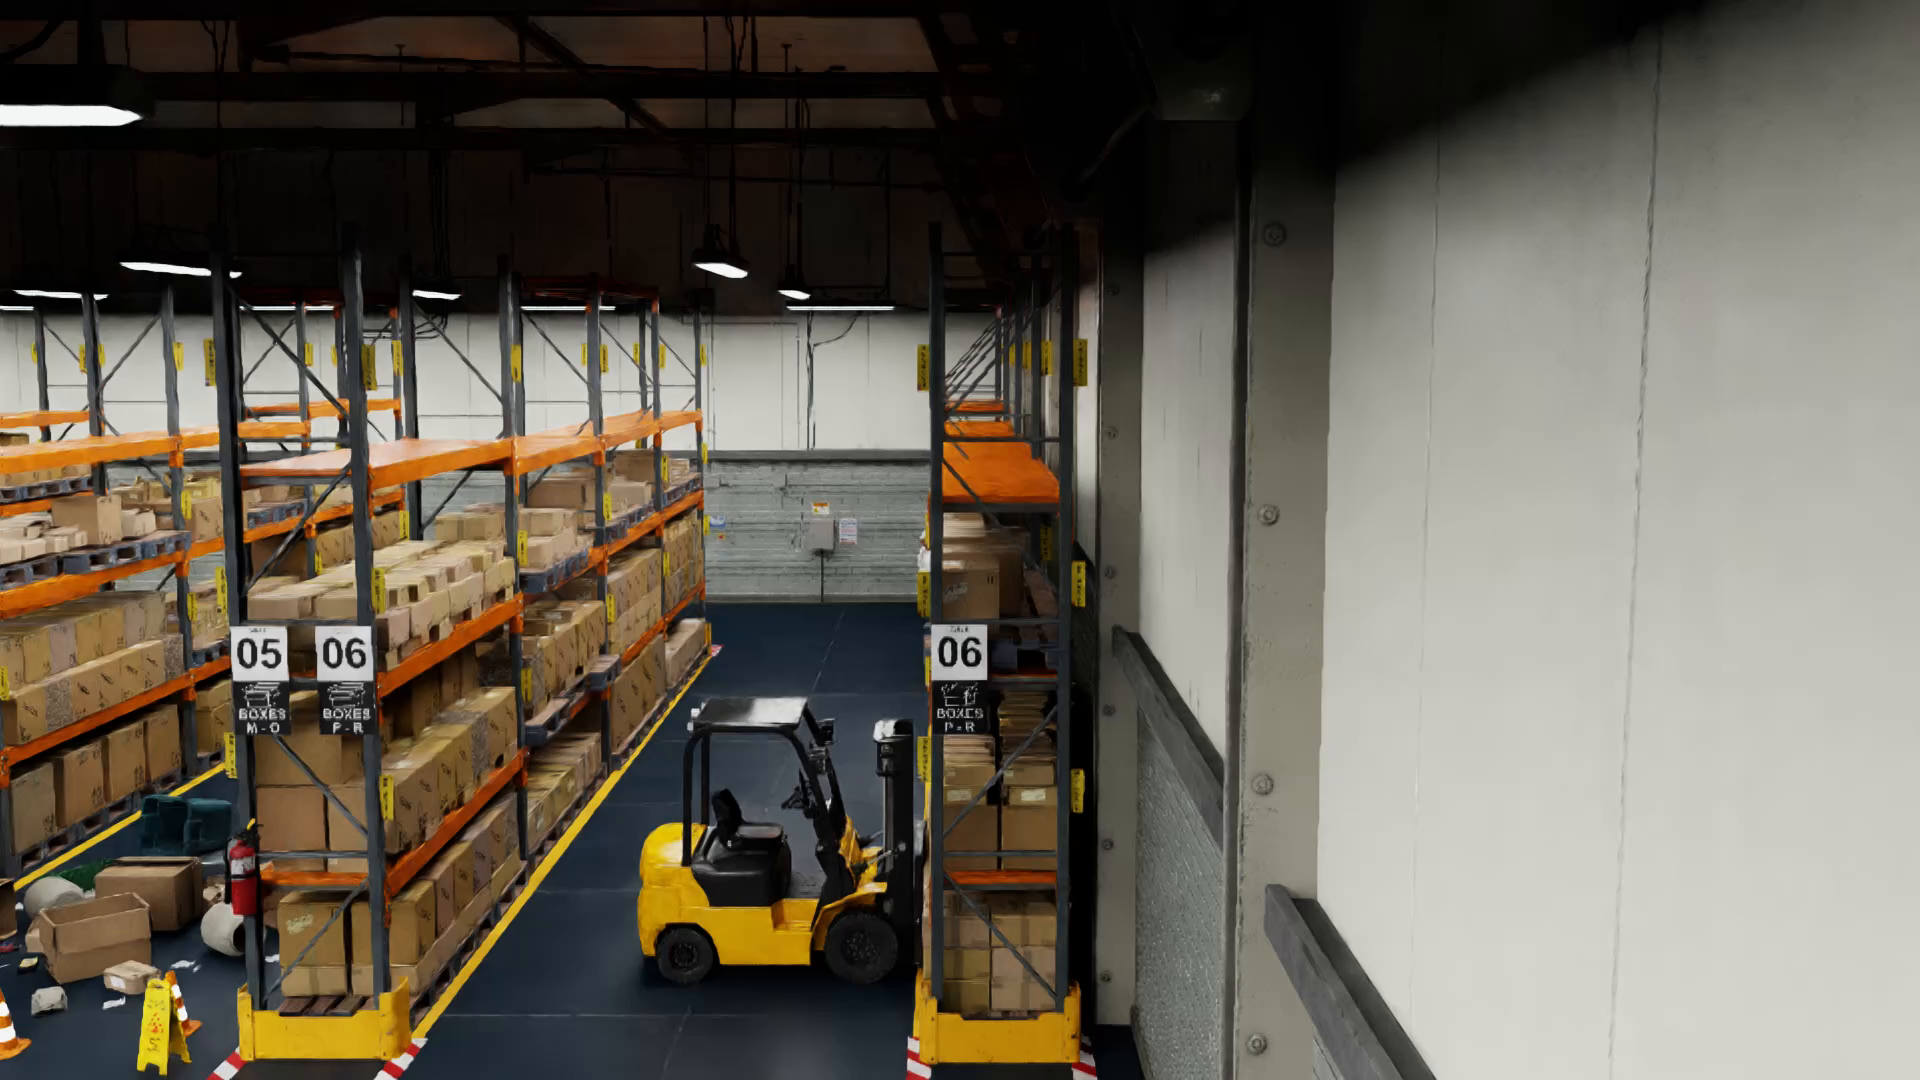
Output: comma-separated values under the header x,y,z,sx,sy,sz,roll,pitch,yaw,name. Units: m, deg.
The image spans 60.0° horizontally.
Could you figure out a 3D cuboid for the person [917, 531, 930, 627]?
x,y,z,sx,sy,sz,roll,pitch,yaw,name
-0.502,0.716,30.501,0.457,1.775,0.703,-5,8,-36,person
